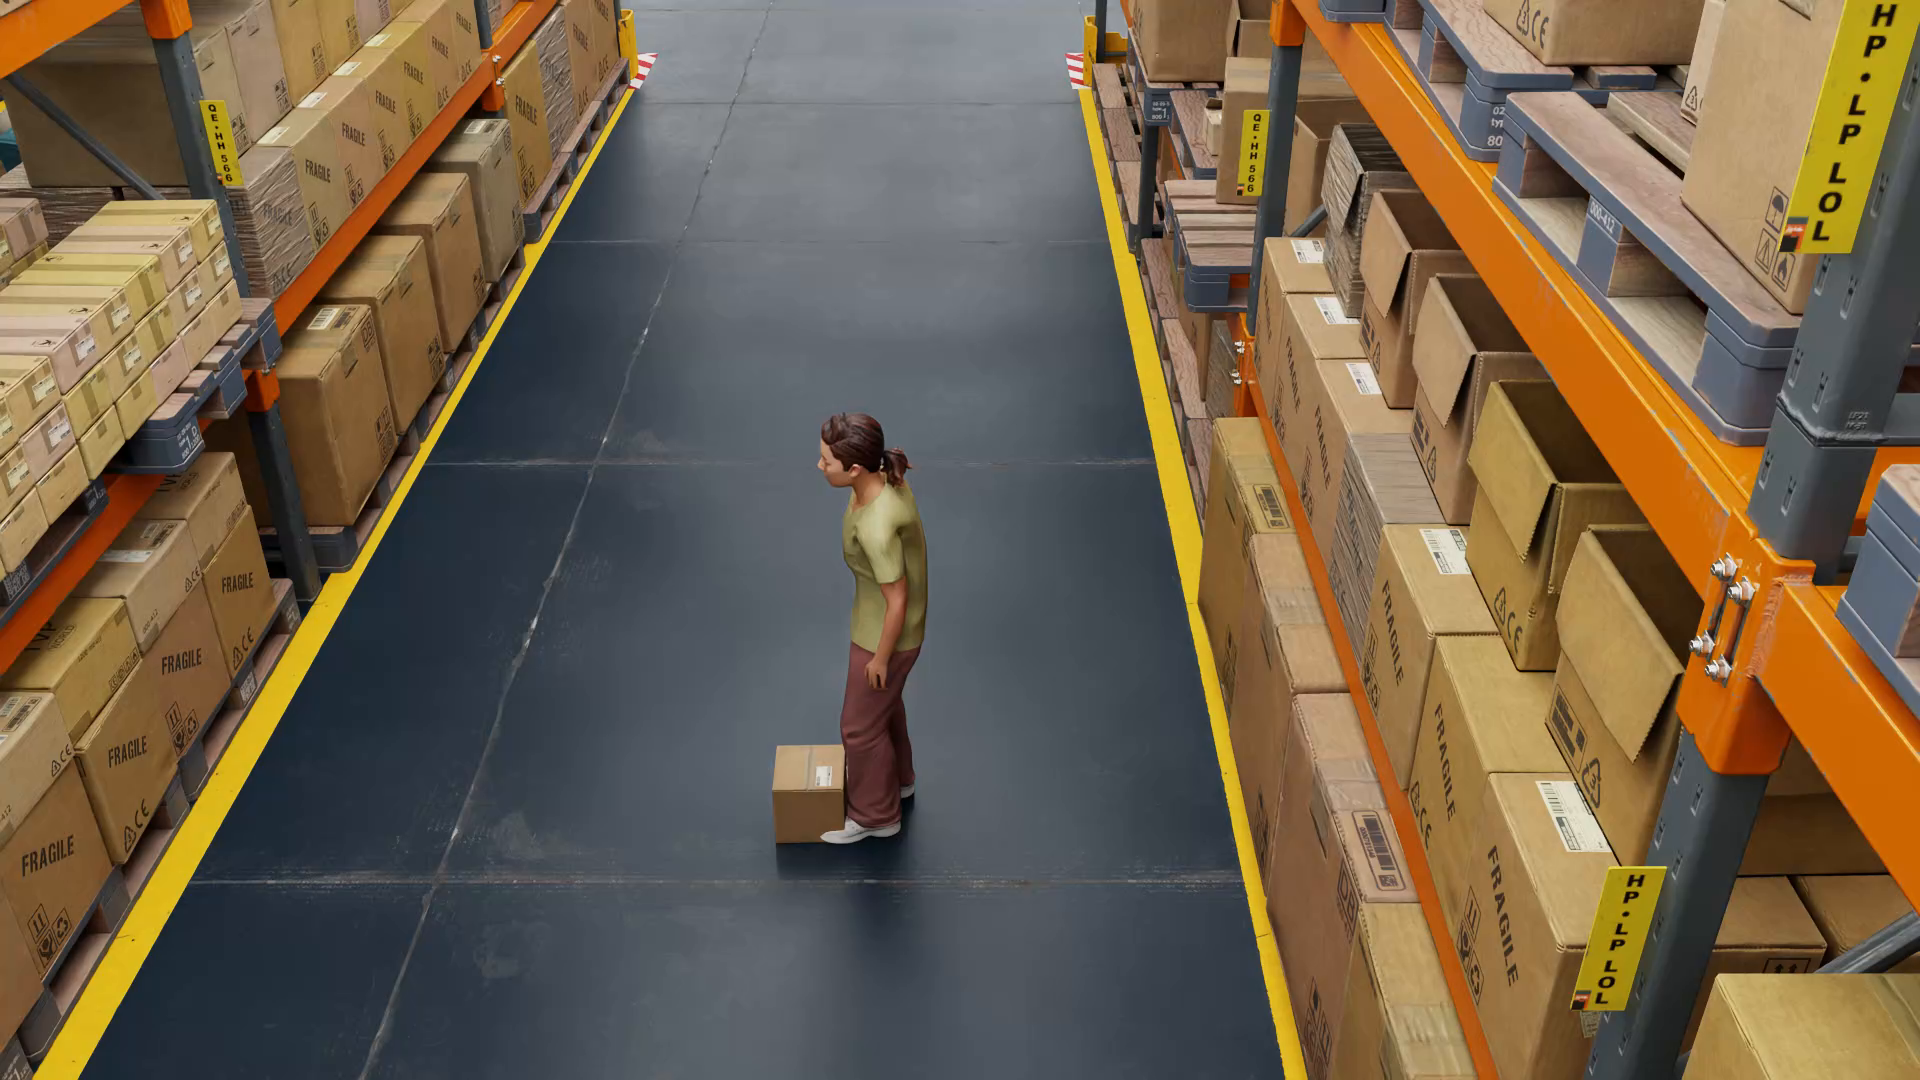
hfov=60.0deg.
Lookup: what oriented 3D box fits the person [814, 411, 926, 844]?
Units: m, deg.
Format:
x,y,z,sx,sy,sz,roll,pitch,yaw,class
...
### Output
x,y,z,sx,sy,sz,roll,pitch,yaw,class
-0.317,0.308,5.637,0.405,1.672,0.505,-1,32,-1,person
